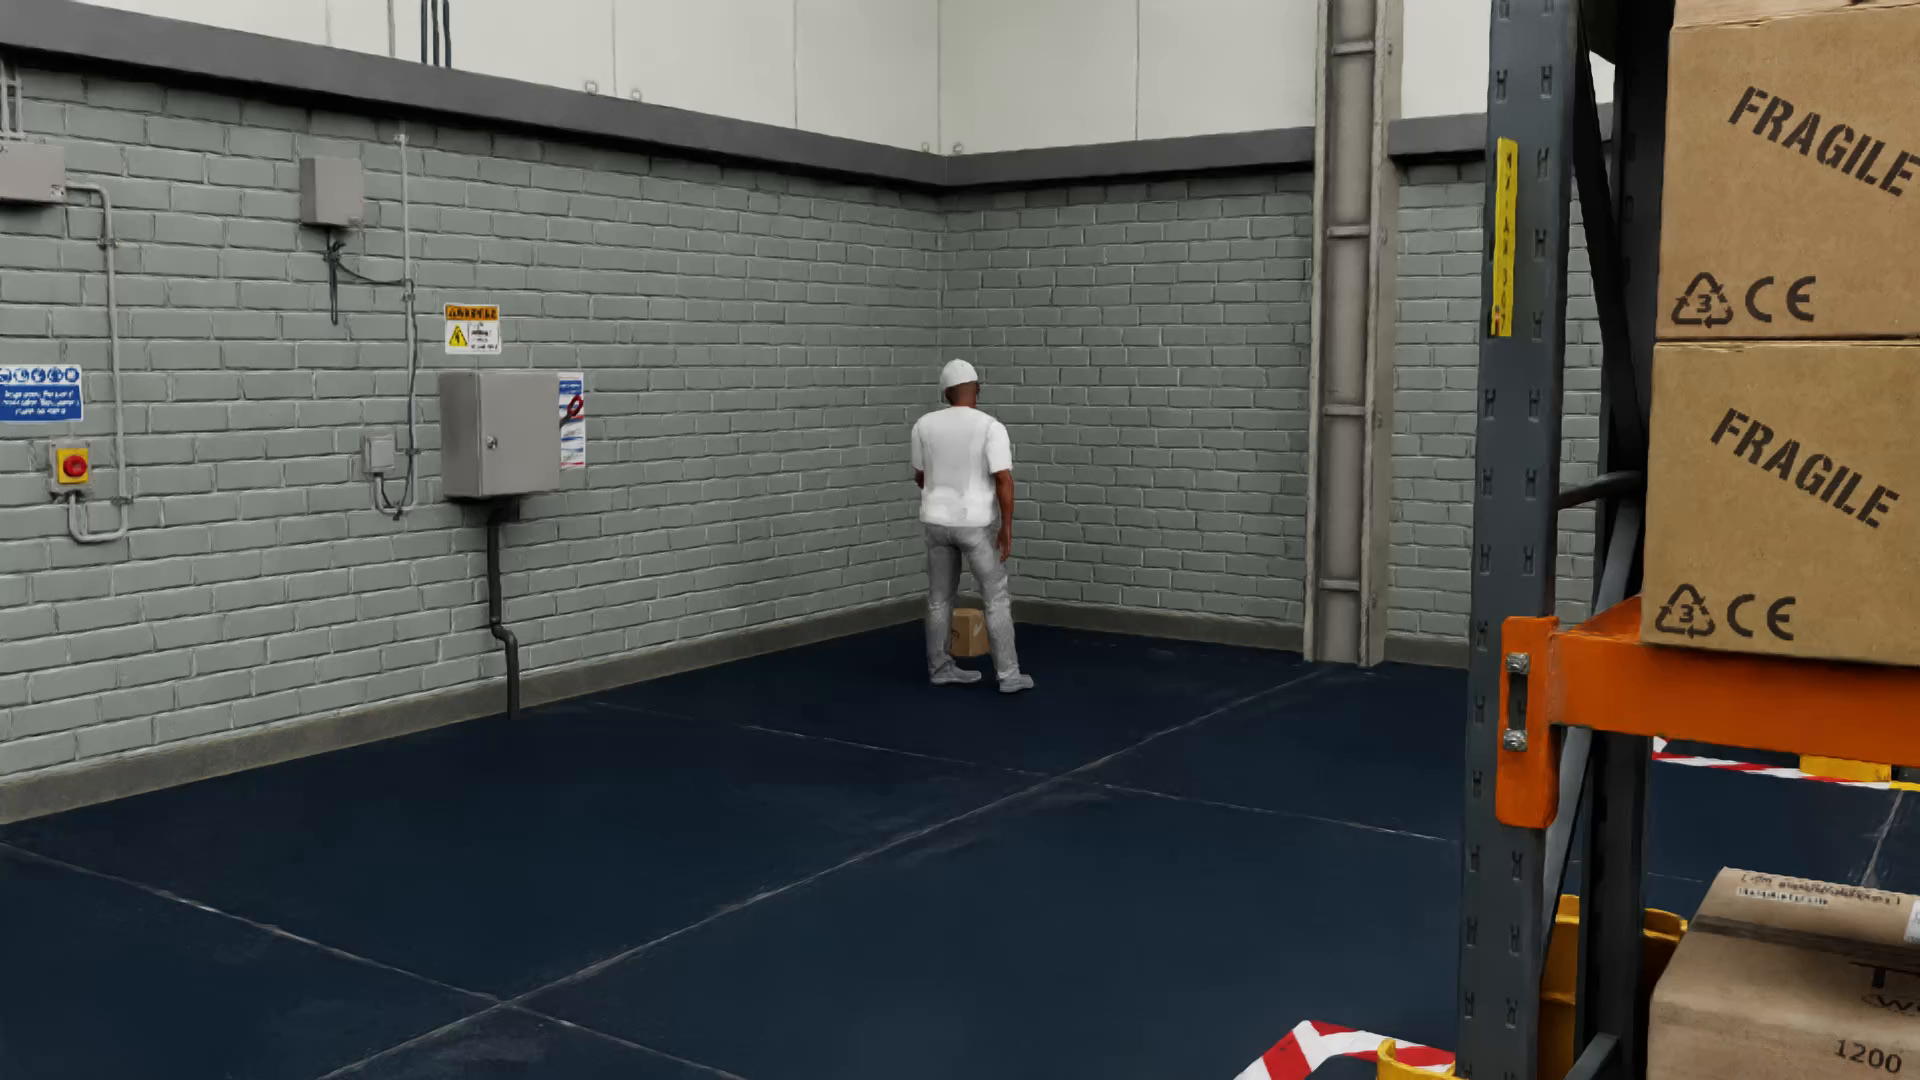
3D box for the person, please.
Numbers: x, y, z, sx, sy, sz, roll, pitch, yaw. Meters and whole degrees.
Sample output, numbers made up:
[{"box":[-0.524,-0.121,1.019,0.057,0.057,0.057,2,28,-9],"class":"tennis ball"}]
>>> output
[{"box":[0.068,-0.083,8.901,0.639,1.765,0.474,3,7,25],"class":"person"}]
